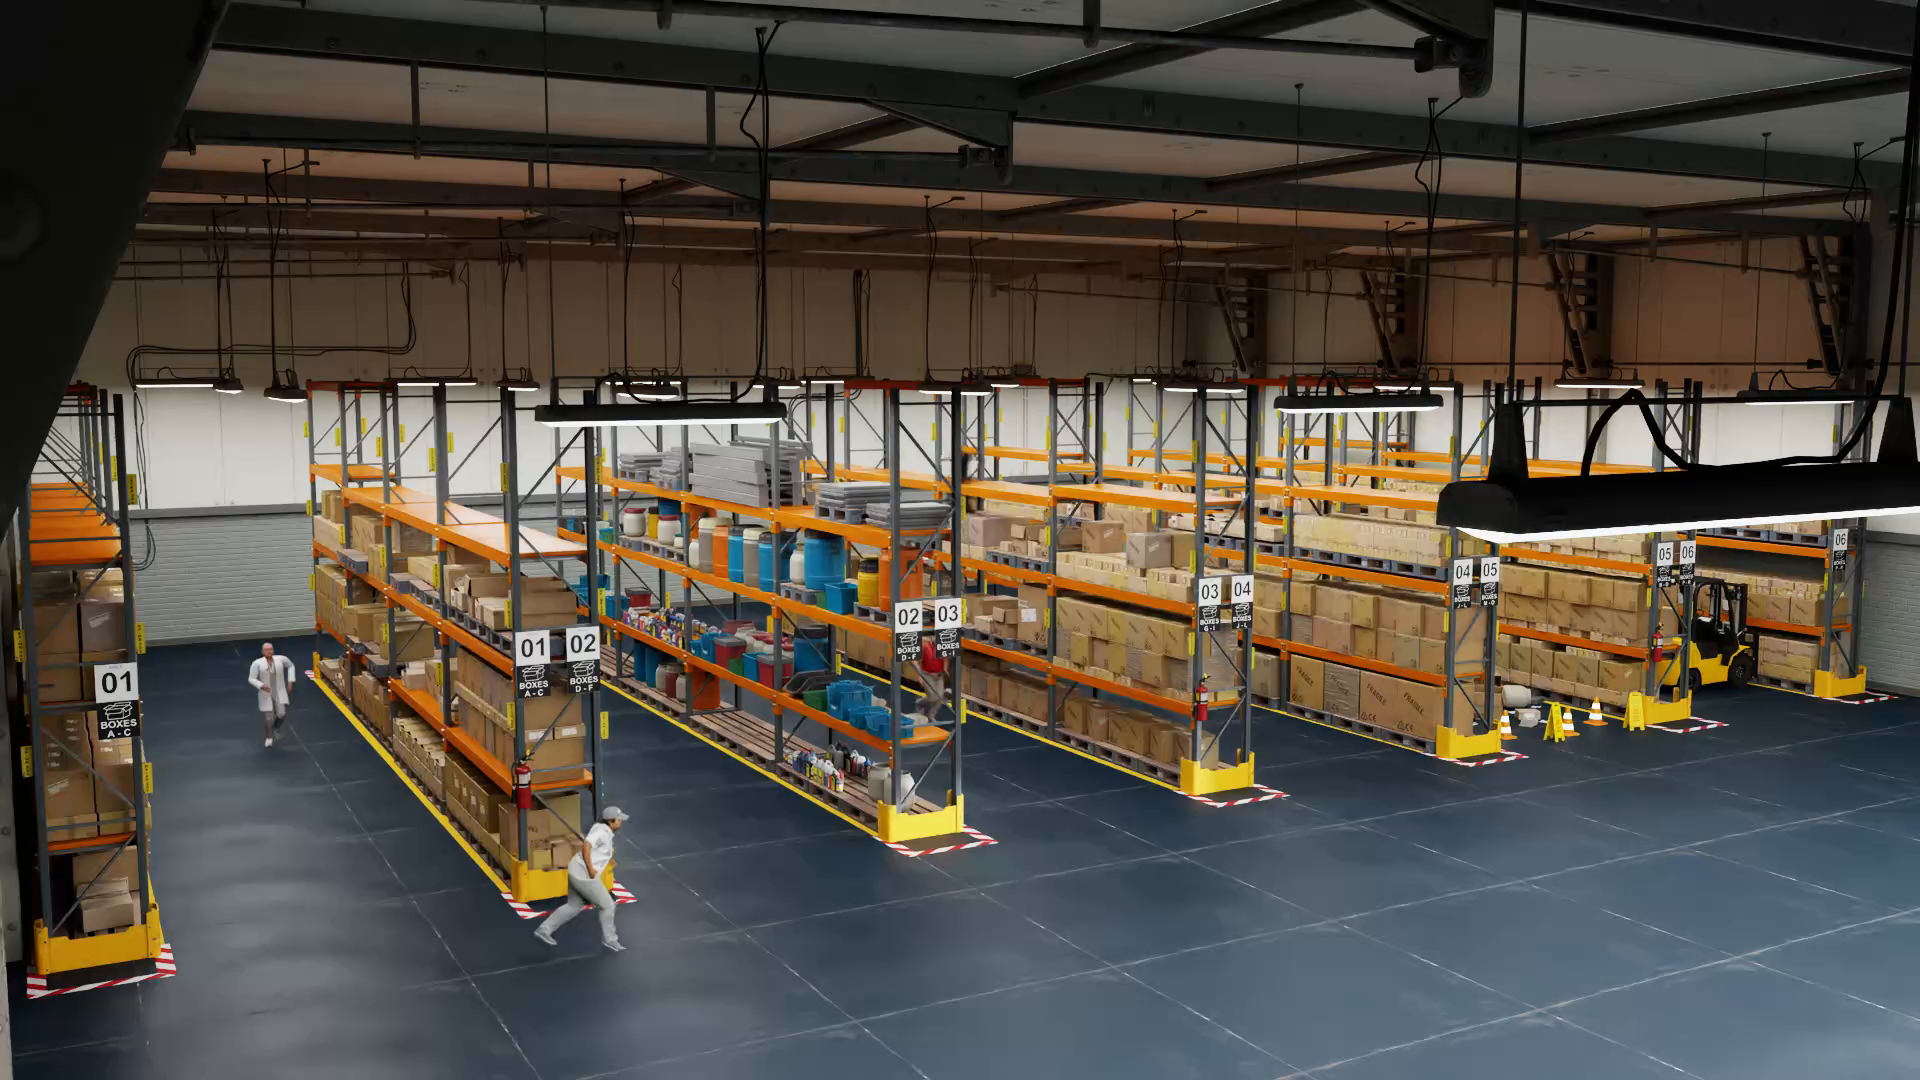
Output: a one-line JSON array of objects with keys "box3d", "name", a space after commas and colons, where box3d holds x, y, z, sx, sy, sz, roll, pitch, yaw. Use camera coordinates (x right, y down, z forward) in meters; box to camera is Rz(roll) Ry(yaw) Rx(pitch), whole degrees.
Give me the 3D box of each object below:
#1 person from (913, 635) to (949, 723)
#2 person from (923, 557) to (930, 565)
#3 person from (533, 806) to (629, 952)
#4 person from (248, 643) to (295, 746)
[{"box3d": [-0.485, 2.409, 29.145, 0.659, 1.673, 0.636, -4, 7, -33], "name": "person"}, {"box3d": [-0.863, 1.239, 39.640, 0.652, 1.793, 0.921, -1, 6, -8], "name": "person"}, {"box3d": [-4.050, 3.680, 17.818, 1.019, 1.630, 0.649, -1, 6, -13], "name": "person"}, {"box3d": [-11.336, 2.553, 27.430, 0.726, 1.736, 0.769, -3, 7, -25], "name": "person"}]
